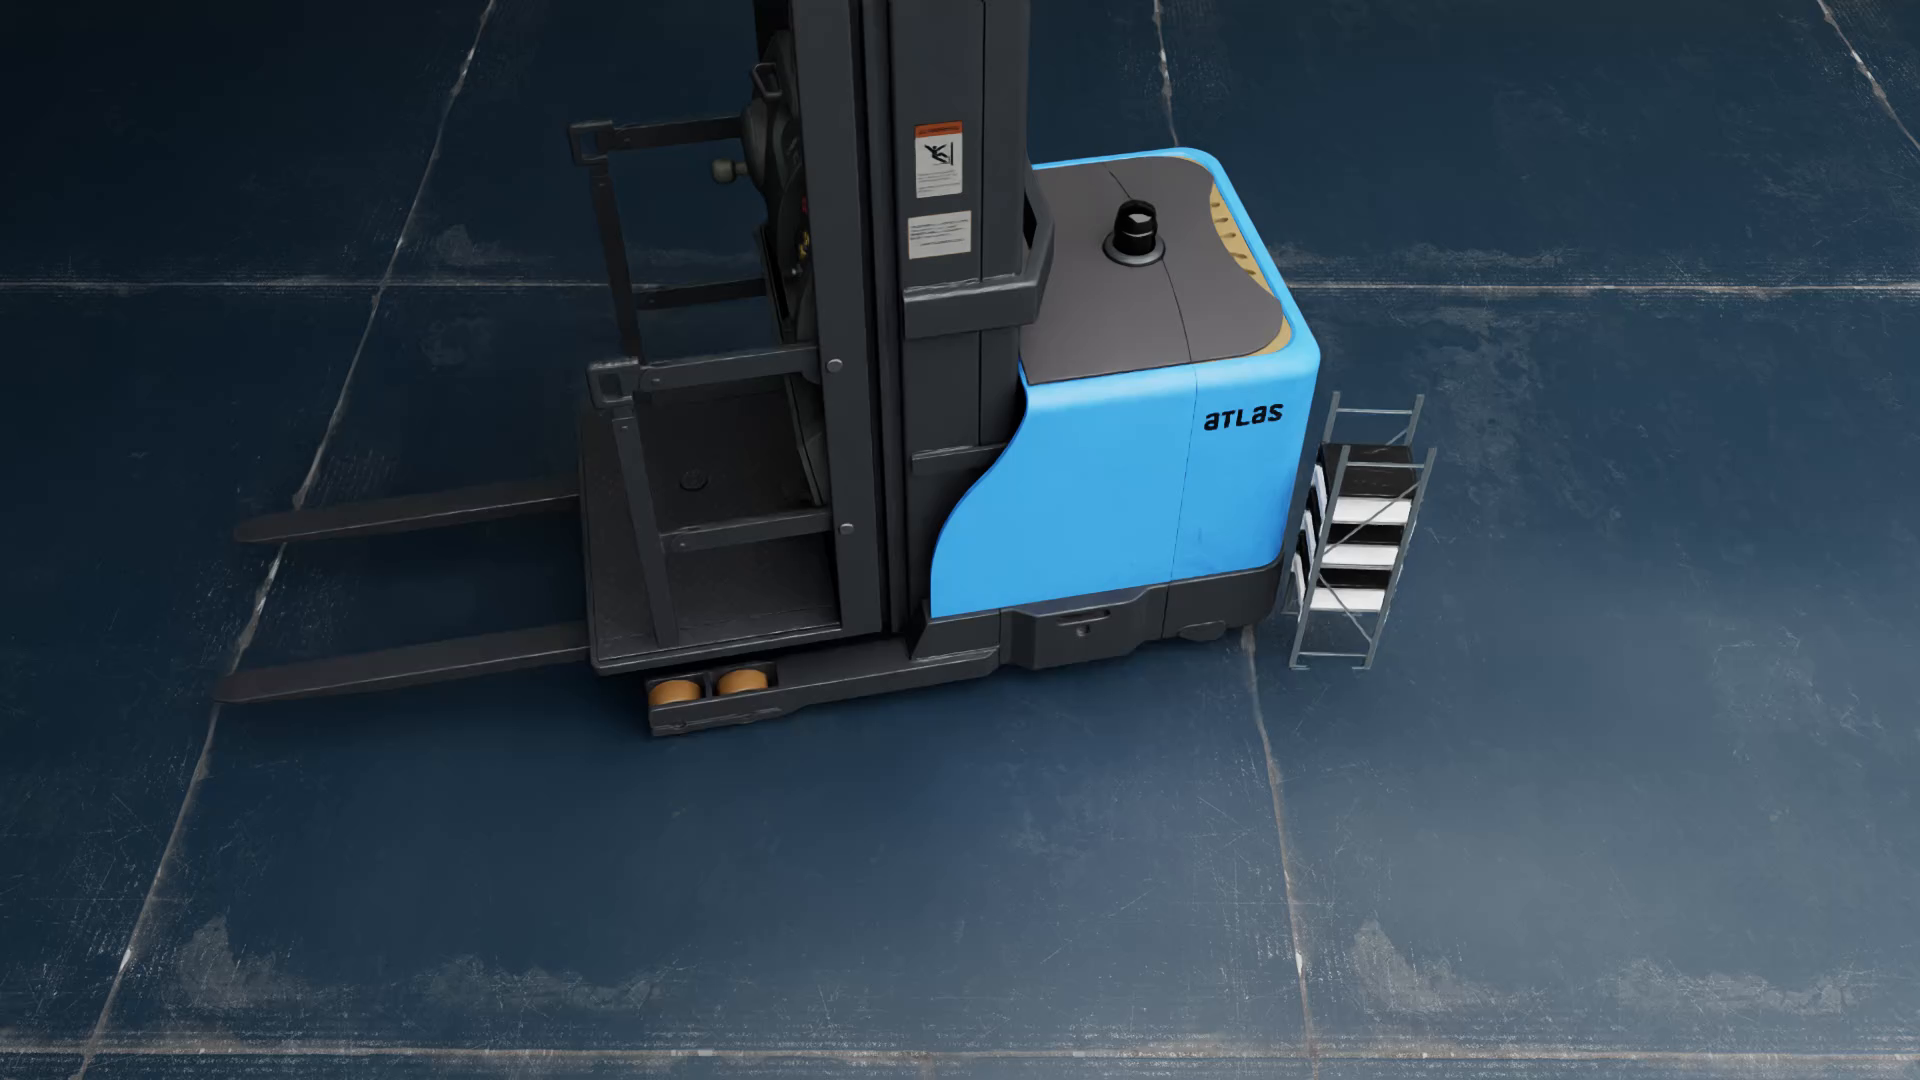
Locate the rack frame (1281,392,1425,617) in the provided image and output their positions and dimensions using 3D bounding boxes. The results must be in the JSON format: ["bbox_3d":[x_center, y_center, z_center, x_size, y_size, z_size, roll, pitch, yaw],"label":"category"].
[{"bbox_3d":[1.098,-0.079,4.704,0.240,0.900,0.006,2,47,1],"label":"rack frame"}]

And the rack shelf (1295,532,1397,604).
[{"bbox_3d":[1.093,0.079,4.725,0.258,0.077,0.200,2,47,1],"label":"rack shelf"}]

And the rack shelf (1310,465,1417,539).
[{"bbox_3d":[1.096,-0.104,4.527,0.258,0.077,0.200,2,47,1],"label":"rack shelf"}]

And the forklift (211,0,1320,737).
[{"bbox_3d":[-0.627,-0.869,4.057,3.031,2.935,1.130,-8,48,-8],"label":"forklift"}]

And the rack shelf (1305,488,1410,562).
[{"bbox_3d":[1.095,-0.043,4.593,0.258,0.077,0.200,2,47,1],"label":"rack shelf"}]

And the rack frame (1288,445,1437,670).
[{"bbox_3d":[1.091,0.070,4.566,0.240,0.900,0.006,2,47,1],"label":"rack frame"}]

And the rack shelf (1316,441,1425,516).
[{"bbox_3d":[1.096,-0.165,4.461,0.258,0.077,0.200,2,47,1],"label":"rack shelf"}]

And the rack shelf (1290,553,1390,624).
[{"bbox_3d":[1.092,0.140,4.791,0.258,0.077,0.200,2,47,1],"label":"rack shelf"}]

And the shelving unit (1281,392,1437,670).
[{"bbox_3d":[1.094,-0.005,4.635,0.258,0.900,0.210,2,47,1],"label":"shelving unit"}]

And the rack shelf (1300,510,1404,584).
[{"bbox_3d":[1.094,0.018,4.659,0.258,0.077,0.200,2,47,1],"label":"rack shelf"}]
